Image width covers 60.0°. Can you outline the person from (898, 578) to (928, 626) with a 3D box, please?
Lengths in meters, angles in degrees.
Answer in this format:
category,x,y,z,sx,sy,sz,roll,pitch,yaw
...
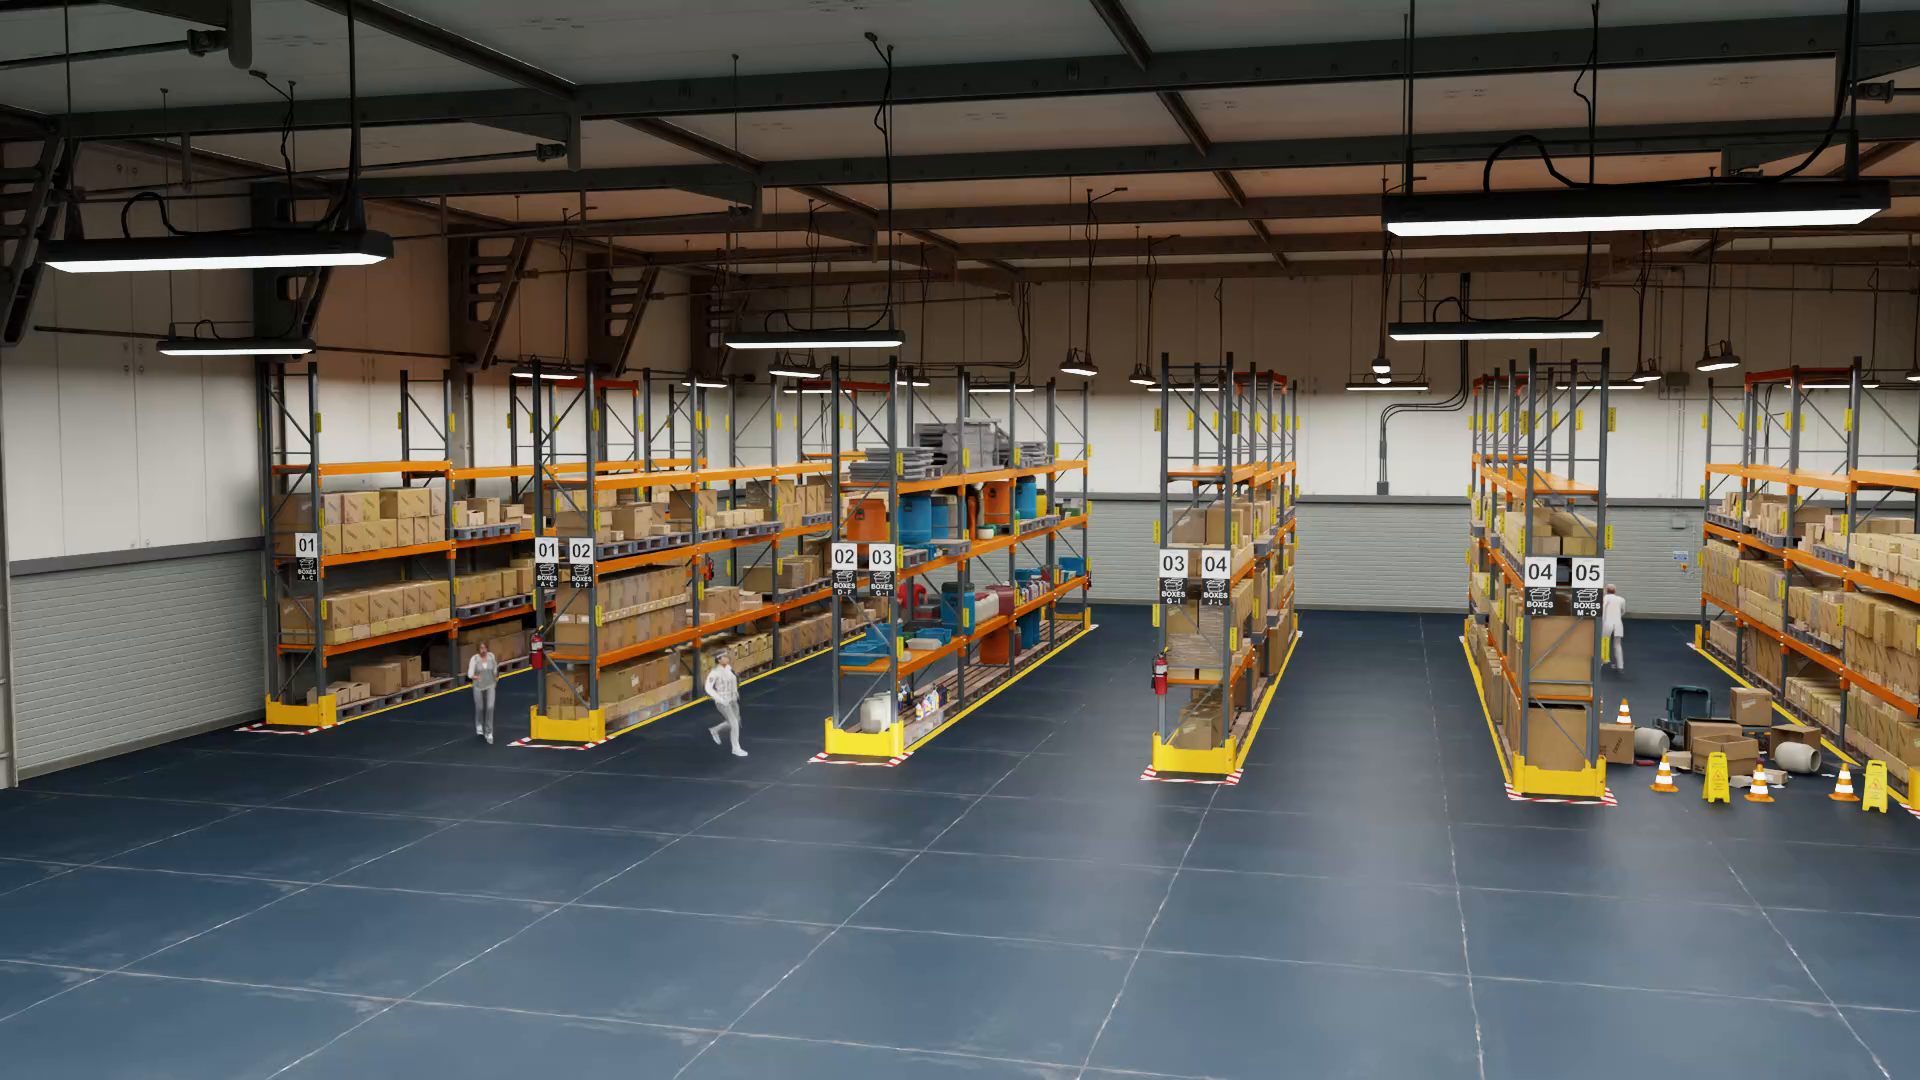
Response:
category,x,y,z,sx,sy,sz,roll,pitch,yaw
person,-1.034,1.555,33.950,0.623,1.825,0.849,1,4,20

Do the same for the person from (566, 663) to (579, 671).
category,x,y,z,sx,sy,sz,roll,pitch,yaw
person,-6.996,2.044,30.391,0.559,1.702,0.796,0,4,-2

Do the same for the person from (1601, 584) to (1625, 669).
category,x,y,z,sx,sy,sz,roll,pitch,yaw
person,13.194,1.764,33.646,0.624,1.727,1.038,0,4,3

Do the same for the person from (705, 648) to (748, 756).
category,x,y,z,sx,sy,sz,roll,pitch,yaw
person,-3.586,2.430,25.023,0.714,1.650,0.619,2,5,31

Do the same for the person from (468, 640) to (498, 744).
category,x,y,z,sx,sy,sz,roll,pitch,yaw
person,-7.508,2.370,26.182,0.491,1.618,0.953,-2,4,-23
